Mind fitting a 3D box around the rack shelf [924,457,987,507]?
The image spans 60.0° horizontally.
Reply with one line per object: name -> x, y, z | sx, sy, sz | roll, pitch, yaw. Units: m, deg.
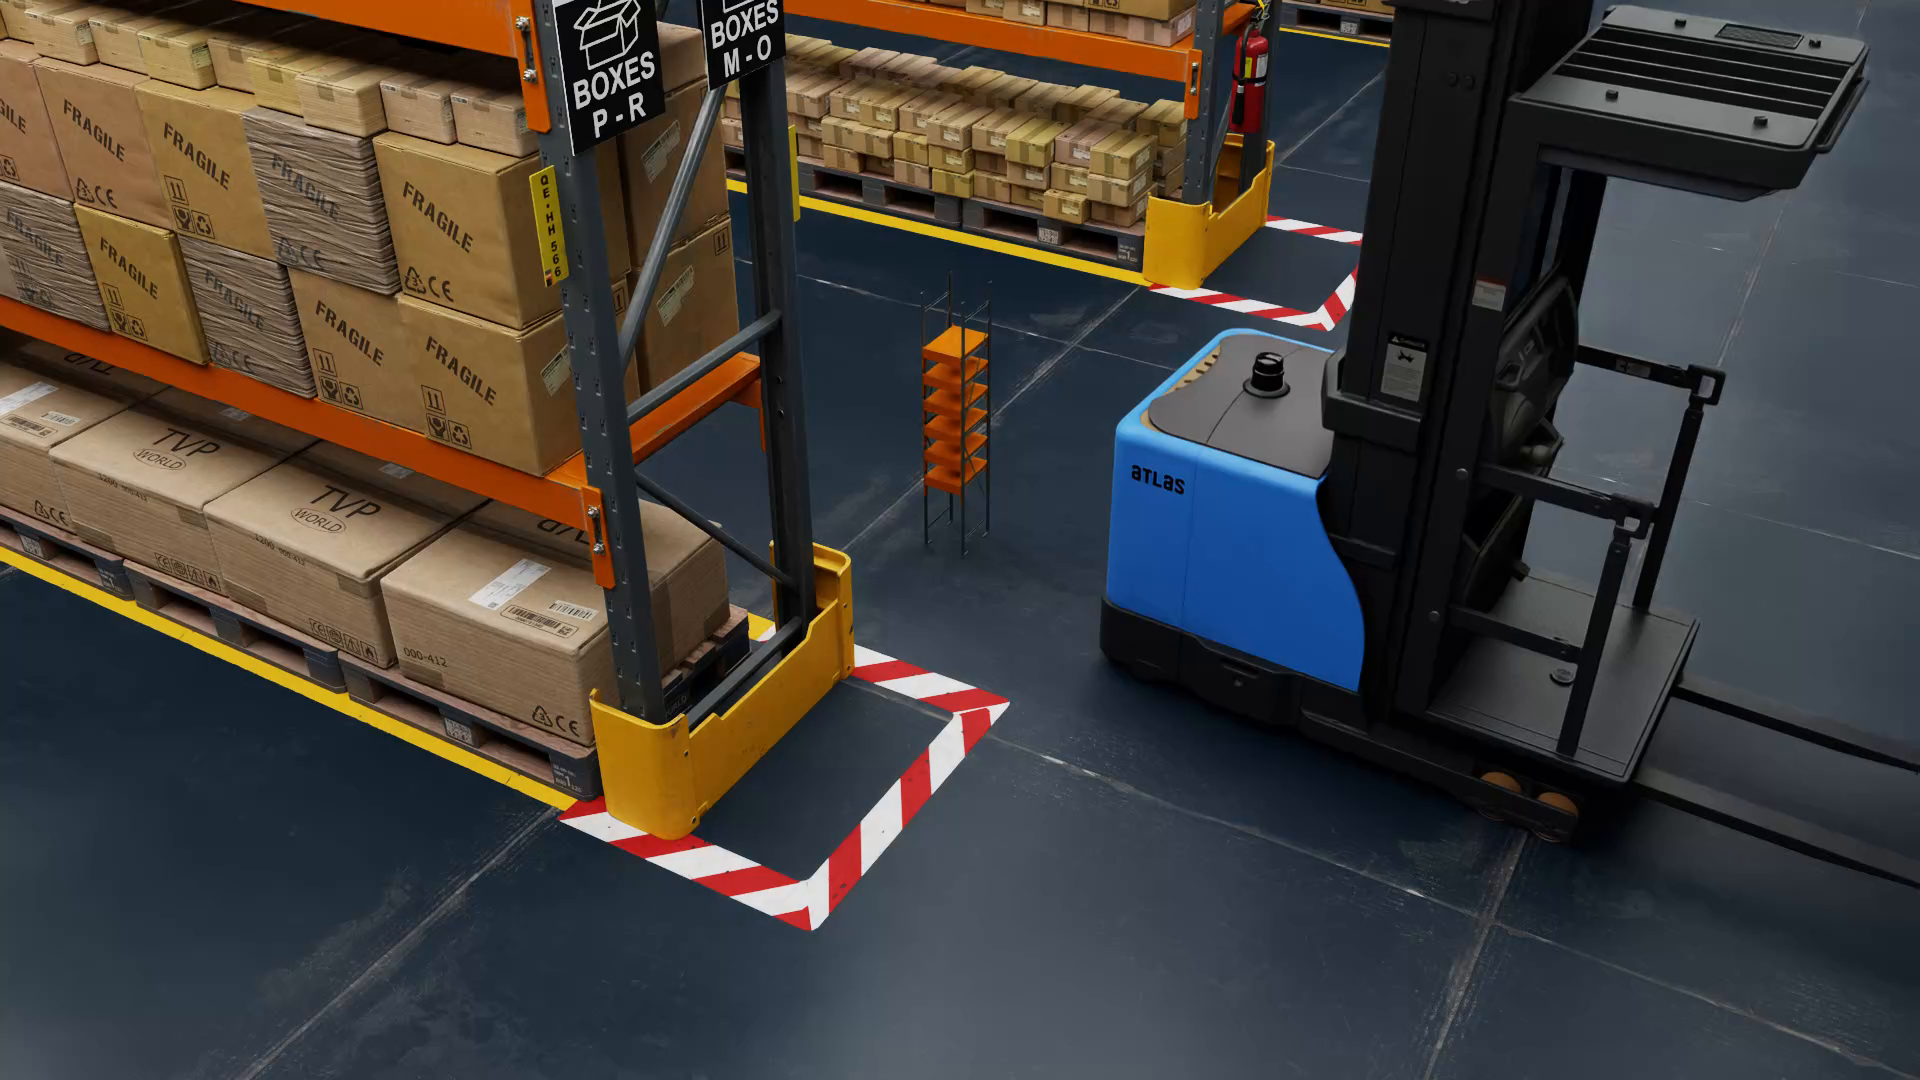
rack shelf -> -0.013, -0.267, 7.081 | 0.180, 0.103, 0.258 | 18, 37, 24

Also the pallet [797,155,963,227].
pallet -> -0.287, -2.386, 10.642 | 1.213, 0.211, 1.003 | 18, 37, 24

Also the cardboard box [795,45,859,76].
cardboard box -> -0.865, -3.087, 10.836 | 0.250, 0.149, 0.380 | 19, 38, 26

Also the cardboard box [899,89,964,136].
cardboard box -> -0.169, -2.590, 10.089 | 0.250, 0.149, 0.380 | 16, 37, 23

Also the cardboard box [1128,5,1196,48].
cardboard box -> 1.099, -2.798, 8.972 | 0.250, 0.149, 0.380 | 18, 38, 24

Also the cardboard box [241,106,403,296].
cardboard box -> -1.851, -1.144, 5.270 | 0.500, 0.500, 0.500 | 18, 38, 25

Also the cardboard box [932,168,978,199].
cardboard box -> 0.028, -2.219, 10.069 | 0.250, 0.149, 0.380 | 16, 37, 22

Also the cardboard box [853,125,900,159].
cardboard box -> -0.452, -2.489, 10.206 | 0.250, 0.149, 0.380 | 18, 38, 25

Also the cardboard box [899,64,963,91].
cardboard box -> -0.182, -2.868, 10.507 | 0.250, 0.149, 0.380 | 18, 38, 25

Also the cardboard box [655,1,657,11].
cardboard box -> -2.461, -3.514, 11.697 | 0.500, 0.500, 0.500 | 19, 38, 26

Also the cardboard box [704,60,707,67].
cardboard box -> -1.545, -2.986, 10.684 | 0.250, 0.149, 0.380 | 20, 38, 27

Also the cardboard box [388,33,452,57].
cardboard box -> -1.686, -1.726, 5.558 | 0.250, 0.149, 0.380 | 16, 37, 23

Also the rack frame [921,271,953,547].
rack frame -> -0.092, -0.529, 6.961 | 0.006, 1.200, 0.240 | 18, 37, 24

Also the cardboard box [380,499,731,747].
cardboard box -> -1.469, 0.219, 6.147 | 0.875, 0.438, 0.875 | 16, 37, 23

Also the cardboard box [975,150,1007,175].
cardboard box -> 0.288, -2.334, 9.974 | 0.250, 0.149, 0.380 | 17, 37, 24

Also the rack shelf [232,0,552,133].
rack shelf -> -2.583, -2.038, 5.547 | 4.000, 0.370, 1.077 | 18, 37, 24

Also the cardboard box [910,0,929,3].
cardboard box -> -0.214, -3.260, 9.665 | 0.250, 0.149, 0.380 | 18, 38, 25

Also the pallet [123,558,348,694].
pallet -> -2.634, 0.103, 6.904 | 1.213, 0.211, 1.003 | 18, 37, 24

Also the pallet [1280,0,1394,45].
pallet -> 3.338, -4.329, 13.561 | 1.213, 0.211, 1.003 | 18, 37, 24

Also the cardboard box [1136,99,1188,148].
cardboard box -> 1.236, -2.492, 9.943 | 0.250, 0.149, 0.380 | 16, 37, 22

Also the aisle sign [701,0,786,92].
aisle sign -> -0.640, -1.741, 4.812 | 0.004, 0.787, 0.394 | 18, 37, 24

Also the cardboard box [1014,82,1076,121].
cardboard box -> 0.525, -2.669, 10.209 | 0.250, 0.149, 0.380 | 16, 37, 22

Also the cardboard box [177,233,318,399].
cardboard box -> -2.276, -0.868, 5.757 | 0.500, 0.500, 0.500 | 19, 38, 26

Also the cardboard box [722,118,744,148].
cardboard box -> -1.321, -2.666, 10.740 | 0.250, 0.149, 0.380 | 17, 37, 24

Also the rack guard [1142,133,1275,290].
rack guard -> 1.456, -1.929, 9.696 | 0.348, 0.500, 1.175 | 18, 37, 24

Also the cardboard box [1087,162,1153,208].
cardboard box -> 0.922, -2.069, 9.575 | 0.250, 0.149, 0.380 | 17, 37, 23

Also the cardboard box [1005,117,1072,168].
cardboard box -> 0.459, -2.315, 9.677 | 0.250, 0.149, 0.380 | 17, 37, 23

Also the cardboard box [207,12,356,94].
cardboard box -> -2.145, -1.553, 5.298 | 0.250, 0.149, 0.380 | 17, 37, 24

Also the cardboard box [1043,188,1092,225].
cardboard box -> 0.688, -2.003, 9.745 | 0.250, 0.149, 0.380 | 19, 38, 26

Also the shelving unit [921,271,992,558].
shelving unit -> -0.013, -0.503, 6.923 | 0.189, 1.200, 0.258 | 18, 37, 24

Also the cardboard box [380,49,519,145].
cardboard box -> -1.489, -1.327, 4.959 | 0.250, 0.149, 0.380 | 18, 38, 25

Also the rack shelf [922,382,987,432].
rack shelf -> -0.013, -0.566, 6.882 | 0.180, 0.103, 0.258 | 18, 37, 24

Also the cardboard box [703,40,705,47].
cardboard box -> -1.513, -3.312, 11.174 | 0.250, 0.149, 0.380 | 19, 38, 26

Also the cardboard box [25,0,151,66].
cardboard box -> -2.861, -1.727, 5.560 | 0.250, 0.149, 0.380 | 18, 38, 25

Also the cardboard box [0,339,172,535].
cardboard box -> -3.827, -0.523, 7.262 | 0.875, 0.438, 0.875 | 17, 37, 24

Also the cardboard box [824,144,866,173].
cardboard box -> -0.647, -2.445, 10.409 | 0.250, 0.149, 0.380 | 17, 37, 23

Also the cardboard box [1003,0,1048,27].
cardboard box -> 0.443, -3.005, 9.283 | 0.250, 0.149, 0.380 | 19, 38, 26

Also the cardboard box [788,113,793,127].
cardboard box -> -1.068, -2.756, 10.607 | 0.250, 0.149, 0.380 | 16, 37, 22

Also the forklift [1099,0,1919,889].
forklift -> 2.061, -0.524, 5.392 | 3.031, 2.935, 1.130 | 20, 38, 27

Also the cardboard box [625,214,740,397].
cardboard box -> -1.120, -0.851, 5.731 | 0.500, 0.500, 0.500 | 17, 37, 24

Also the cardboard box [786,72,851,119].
cardboard box -> -0.882, -2.770, 10.360 | 0.250, 0.149, 0.380 | 18, 38, 25

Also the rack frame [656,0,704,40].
rack frame -> -1.951, -4.049, 10.624 | 0.127, 3.000, 1.000 | 18, 37, 24

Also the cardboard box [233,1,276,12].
cardboard box -> -2.342, -1.944, 5.886 | 0.250, 0.149, 0.380 | 17, 37, 23

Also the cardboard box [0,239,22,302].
cardboard box -> -3.607, -1.285, 6.384 | 0.500, 0.500, 0.500 | 18, 38, 25

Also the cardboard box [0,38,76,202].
cardboard box -> -3.151, -1.561, 5.896 | 0.500, 0.500, 0.500 | 18, 38, 25
